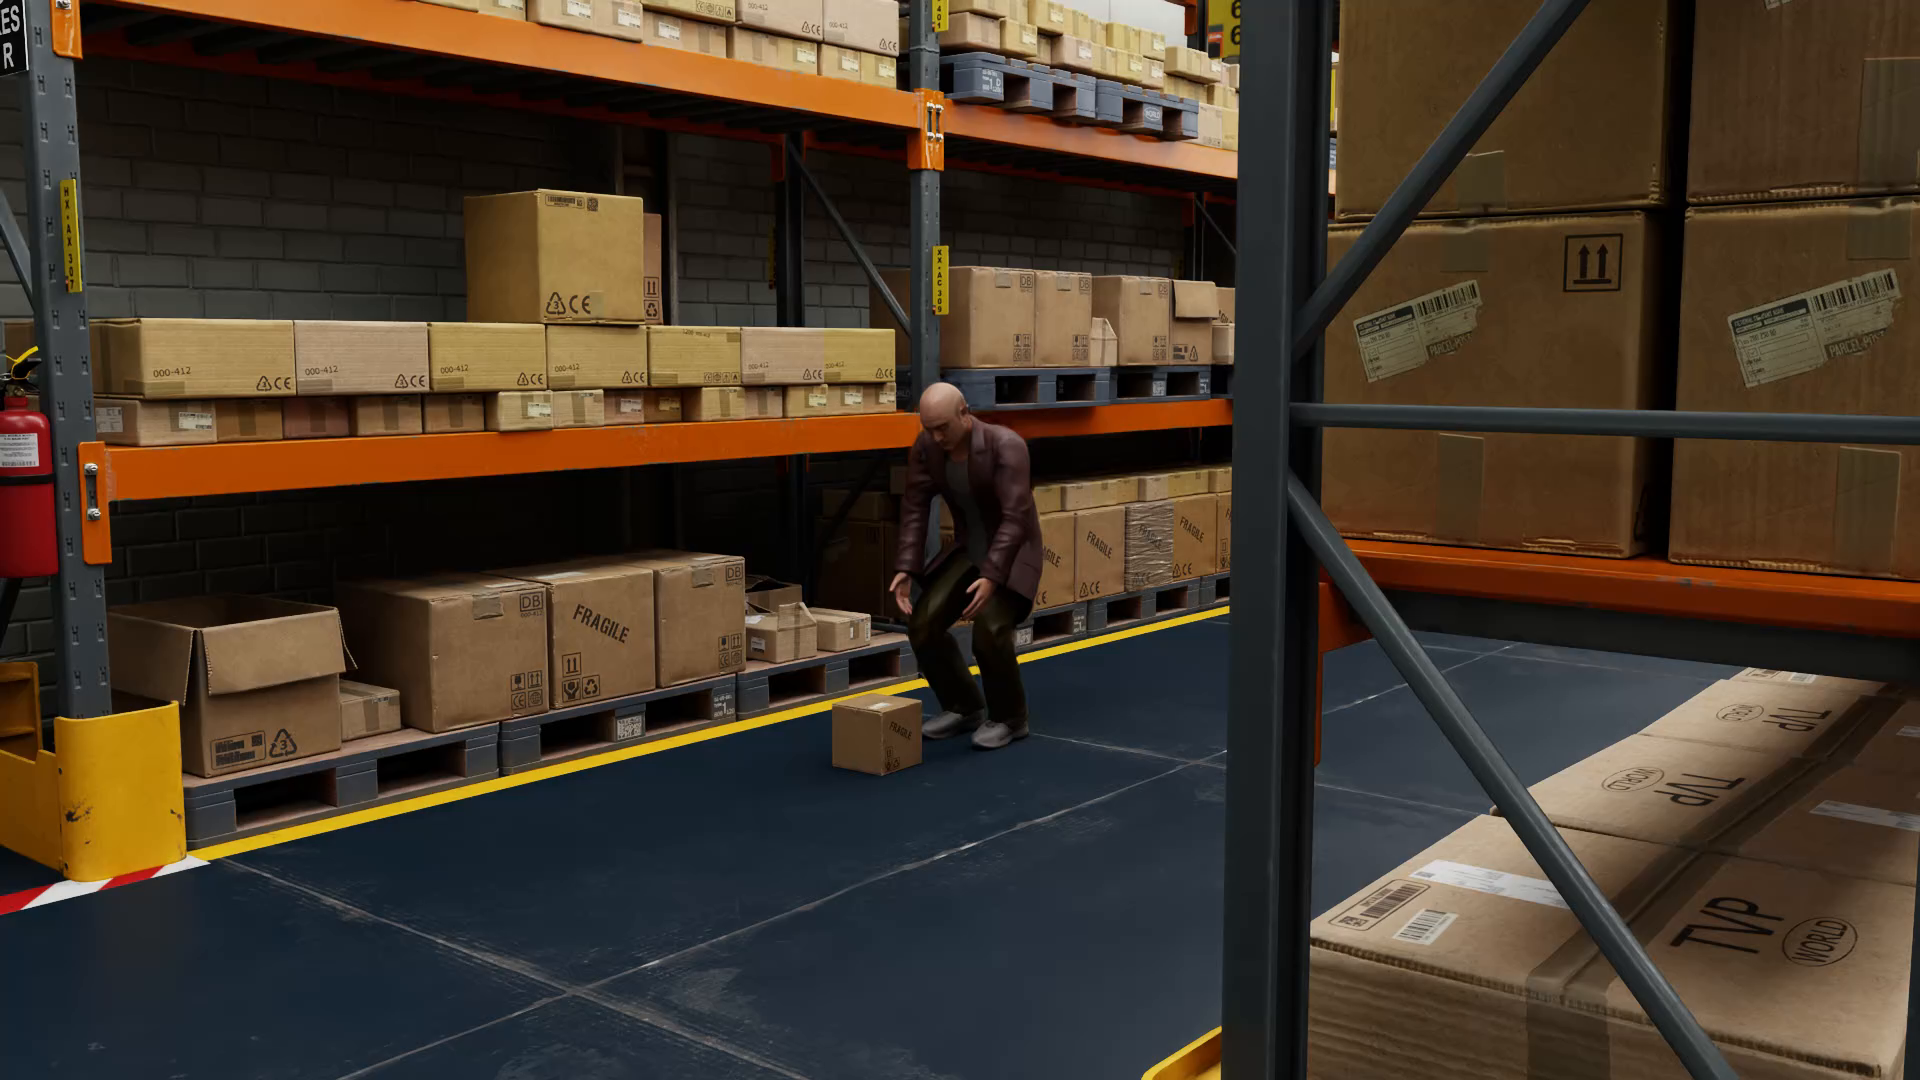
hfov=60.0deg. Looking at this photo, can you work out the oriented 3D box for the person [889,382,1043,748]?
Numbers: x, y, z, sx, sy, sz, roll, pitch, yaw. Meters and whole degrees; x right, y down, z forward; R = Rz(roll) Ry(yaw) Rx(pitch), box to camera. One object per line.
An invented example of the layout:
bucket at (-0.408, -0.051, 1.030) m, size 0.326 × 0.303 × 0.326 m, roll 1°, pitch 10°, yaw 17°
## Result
person at (0.072, 0.101, 6.783) m, size 0.630 × 1.470 × 0.681 m, roll 5°, pitch 8°, yaw 39°
